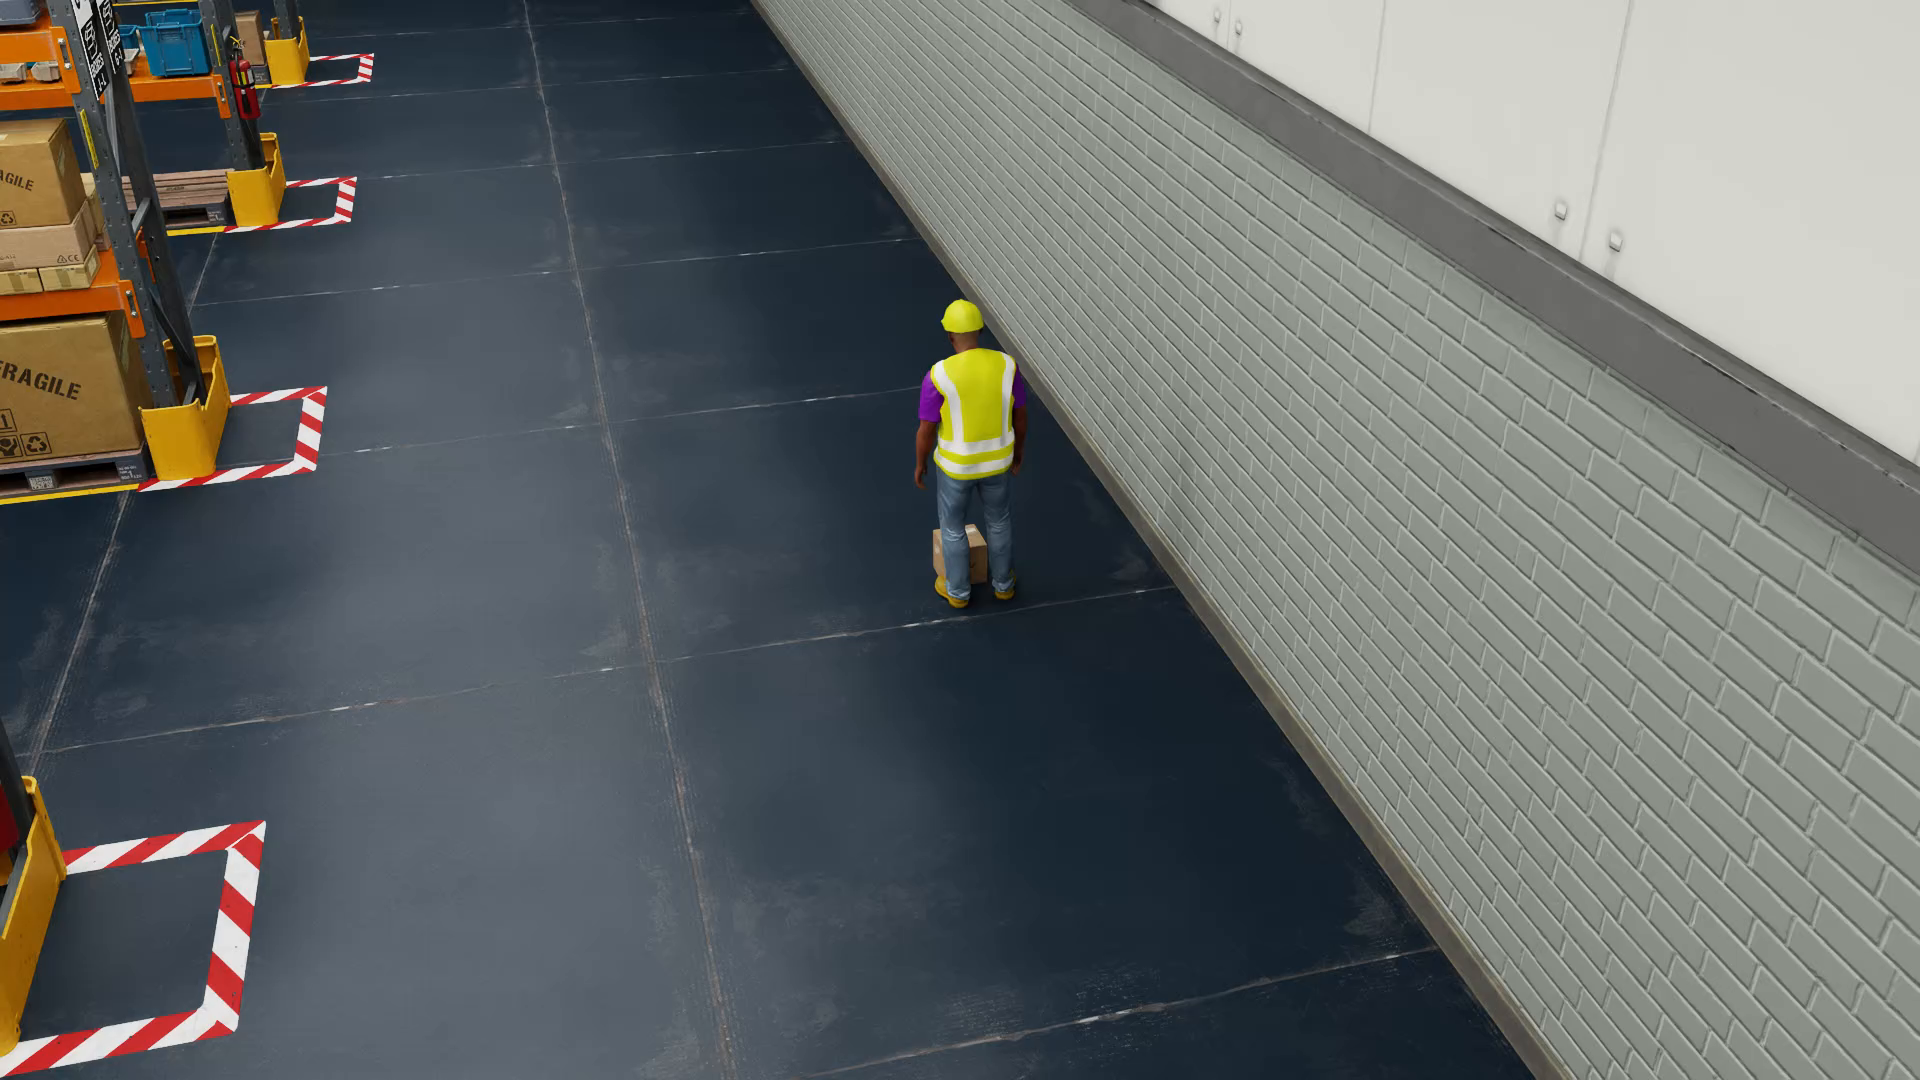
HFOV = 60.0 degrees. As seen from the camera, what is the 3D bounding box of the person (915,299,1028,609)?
[{"bbox_3d":[0.059,-0.452,9.001,0.635,1.761,0.455,-9,31,-16],"label":"person"}]
